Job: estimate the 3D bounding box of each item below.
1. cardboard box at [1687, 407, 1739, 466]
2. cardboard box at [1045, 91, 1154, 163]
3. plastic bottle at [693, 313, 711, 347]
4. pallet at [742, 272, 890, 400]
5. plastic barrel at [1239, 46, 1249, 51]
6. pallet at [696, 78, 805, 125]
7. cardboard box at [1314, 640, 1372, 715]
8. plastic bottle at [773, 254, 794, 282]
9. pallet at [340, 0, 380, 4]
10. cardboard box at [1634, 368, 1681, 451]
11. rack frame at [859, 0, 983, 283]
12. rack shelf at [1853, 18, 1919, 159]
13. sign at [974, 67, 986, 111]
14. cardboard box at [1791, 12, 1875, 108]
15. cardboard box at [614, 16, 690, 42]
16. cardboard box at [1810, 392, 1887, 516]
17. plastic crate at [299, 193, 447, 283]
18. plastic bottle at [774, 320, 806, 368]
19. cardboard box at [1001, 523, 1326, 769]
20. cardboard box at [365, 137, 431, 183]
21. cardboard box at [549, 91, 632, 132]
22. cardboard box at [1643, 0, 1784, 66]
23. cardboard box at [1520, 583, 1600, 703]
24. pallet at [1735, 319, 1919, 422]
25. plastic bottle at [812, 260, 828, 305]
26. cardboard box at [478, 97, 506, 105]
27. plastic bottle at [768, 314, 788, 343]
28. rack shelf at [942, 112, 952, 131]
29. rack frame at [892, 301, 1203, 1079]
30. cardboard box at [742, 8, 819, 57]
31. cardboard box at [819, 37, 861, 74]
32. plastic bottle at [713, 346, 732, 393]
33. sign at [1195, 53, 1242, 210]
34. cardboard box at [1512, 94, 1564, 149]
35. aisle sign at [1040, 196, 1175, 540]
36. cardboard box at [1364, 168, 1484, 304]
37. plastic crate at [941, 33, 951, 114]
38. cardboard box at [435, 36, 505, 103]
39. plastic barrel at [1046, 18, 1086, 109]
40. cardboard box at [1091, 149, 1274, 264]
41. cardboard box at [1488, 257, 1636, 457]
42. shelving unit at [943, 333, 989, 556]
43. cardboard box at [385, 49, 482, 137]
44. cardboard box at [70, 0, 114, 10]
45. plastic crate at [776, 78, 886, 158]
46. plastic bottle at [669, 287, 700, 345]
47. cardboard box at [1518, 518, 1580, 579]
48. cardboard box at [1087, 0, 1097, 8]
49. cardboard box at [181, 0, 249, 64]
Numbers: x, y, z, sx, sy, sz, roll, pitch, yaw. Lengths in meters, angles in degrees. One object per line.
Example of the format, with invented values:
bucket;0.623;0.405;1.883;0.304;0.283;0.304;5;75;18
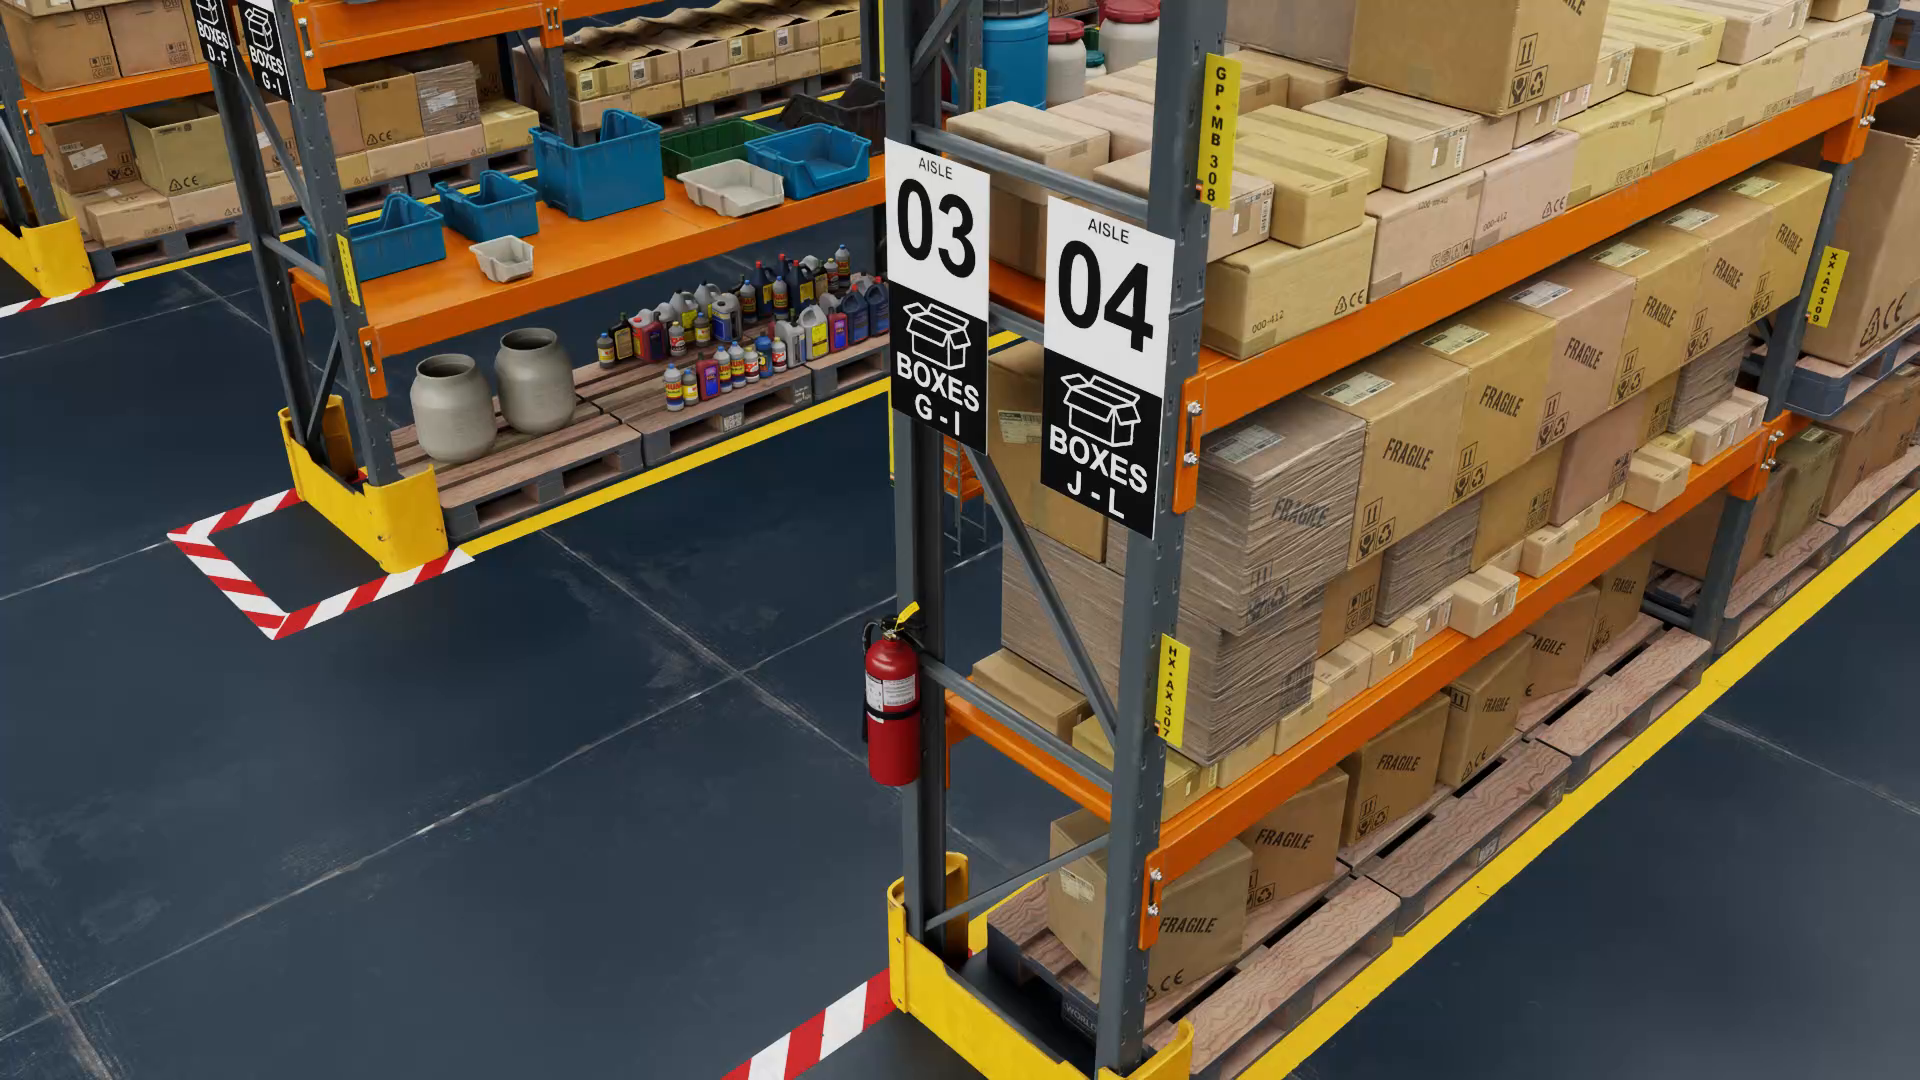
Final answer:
cardboard box;2.973;-0.477;6.895;0.250;0.149;0.380;-26;40;-35
cardboard box;0.450;-1.090;4.544;0.250;0.149;0.380;-27;41;-37
plastic bottle;-1.593;-1.304;10.268;0.097;0.201;0.097;0;31;0
pallet;-0.768;-1.340;10.740;1.213;0.211;1.003;-26;40;-35
plastic barrel;2.077;-3.772;11.937;0.421;0.512;0.421;0;31;0
pallet;-2.203;-4.170;15.367;1.213;0.211;1.003;-26;40;-35
cardboard box;1.118;0.397;5.465;0.250;0.149;0.380;-26;40;-35
plastic bottle;-1.121;-1.682;10.744;0.185;0.351;0.144;-25;39;-34
pallet;-2.507;-2.789;7.741;1.213;0.211;1.003;-26;40;-35
cardboard box;2.358;-0.727;6.683;0.500;0.500;0.875;-26;40;-35
rack frame;-0.247;-2.752;10.376;0.127;3.000;1.000;-26;40;-35
rack shelf;4.587;-2.540;7.843;4.000;0.370;1.077;-26;40;-35
sign;0.119;-2.656;9.953;0.005;0.325;0.100;-26;40;-35
cardboard box;2.964;-1.812;6.106;0.500;0.250;0.500;-24;39;-34
cardboard box;-2.765;-4.510;14.946;0.500;0.311;0.500;-26;40;-36
cardboard box;4.358;-0.549;8.747;0.700;0.500;0.500;25;40;35
plastic crate;-3.016;-1.562;8.572;0.616;0.251;0.499;-26;40;-35
plastic bottle;-1.022;-1.201;10.027;0.135;0.276;0.152;-25;39;-35
cardboard box;0.610;0.207;5.155;0.500;0.500;0.875;-26;40;-35
cardboard box;-4.533;-3.050;13.096;0.500;0.250;0.500;-26;40;-35
cardboard box;-3.148;-3.703;14.164;0.500;0.250;0.500;-27;40;-37
cardboard box;2.511;-1.728;5.587;0.250;0.149;0.380;-27;41;-37
cardboard box;2.386;0.362;7.276;0.500;0.500;0.500;-13;34;-21
pallet;3.780;-0.991;7.680;1.213;0.211;1.003;-26;40;-35
plastic bottle;-0.924;-1.670;10.788;0.133;0.283;0.061;-26;40;-35
cardboard box;-4.158;-3.606;14.005;0.500;0.250;0.500;-26;40;-35
plastic bottle;-1.095;-1.244;10.092;0.133;0.283;0.061;-26;40;-35
rack shelf;1.220;-3.155;11.724;4.000;0.370;1.077;-26;40;-35
rack frame;0.188;0.561;4.957;0.127;3.000;1.000;-26;40;-35
cardboard box;-1.644;-4.668;15.204;0.500;0.311;0.500;-26;40;-36
cardboard box;-1.274;-4.609;15.646;0.500;0.250;0.500;-26;40;-36
plastic bottle;-1.387;-1.003;9.708;0.097;0.271;0.097;0;31;0
sign;0.557;-0.884;3.607;0.005;0.325;0.100;-26;40;-35
cardboard box;1.524;-1.282;4.858;0.380;0.149;0.250;27;41;37
aisle sign;0.346;-0.411;4.055;0.004;0.787;0.394;-26;40;-35
cardboard box;1.091;-0.912;4.634;0.500;0.250;0.500;-27;40;-36
plastic crate;-0.100;-3.069;10.832;0.583;0.464;0.402;-26;40;-35
cardboard box;-4.165;-3.930;13.816;0.500;0.500;0.500;-26;40;-35
plastic barrel;0.604;-3.066;10.758;0.433;0.535;0.433;0;31;0
cardboard box;0.547;-0.834;4.125;0.250;0.149;0.380;-26;40;-36
cardboard box;1.876;-0.658;5.612;0.500;0.500;0.500;-26;40;-35
shelving unit;-0.011;-0.507;8.429;0.189;1.200;0.258;-26;40;-35
cardboard box;-4.178;-3.554;13.200;0.500;0.500;0.500;-26;40;-35
cardboard box;-5.919;-3.701;11.209;0.250;0.149;0.380;-27;41;-37
plastic crate;-0.717;-2.589;10.168;0.504;0.338;0.767;-26;40;-35
plastic bottle;-1.707;-1.399;10.280;0.185;0.351;0.144;-24;39;-34
cardboard box;2.053;-0.035;6.173;0.250;0.149;0.380;-26;40;-35
cardboard box;1.351;-5.973;17.617;0.500;0.500;0.500;-25;39;-35
cardboard box;-5.444;-3.795;11.985;0.500;0.500;0.700;-26;40;-35
